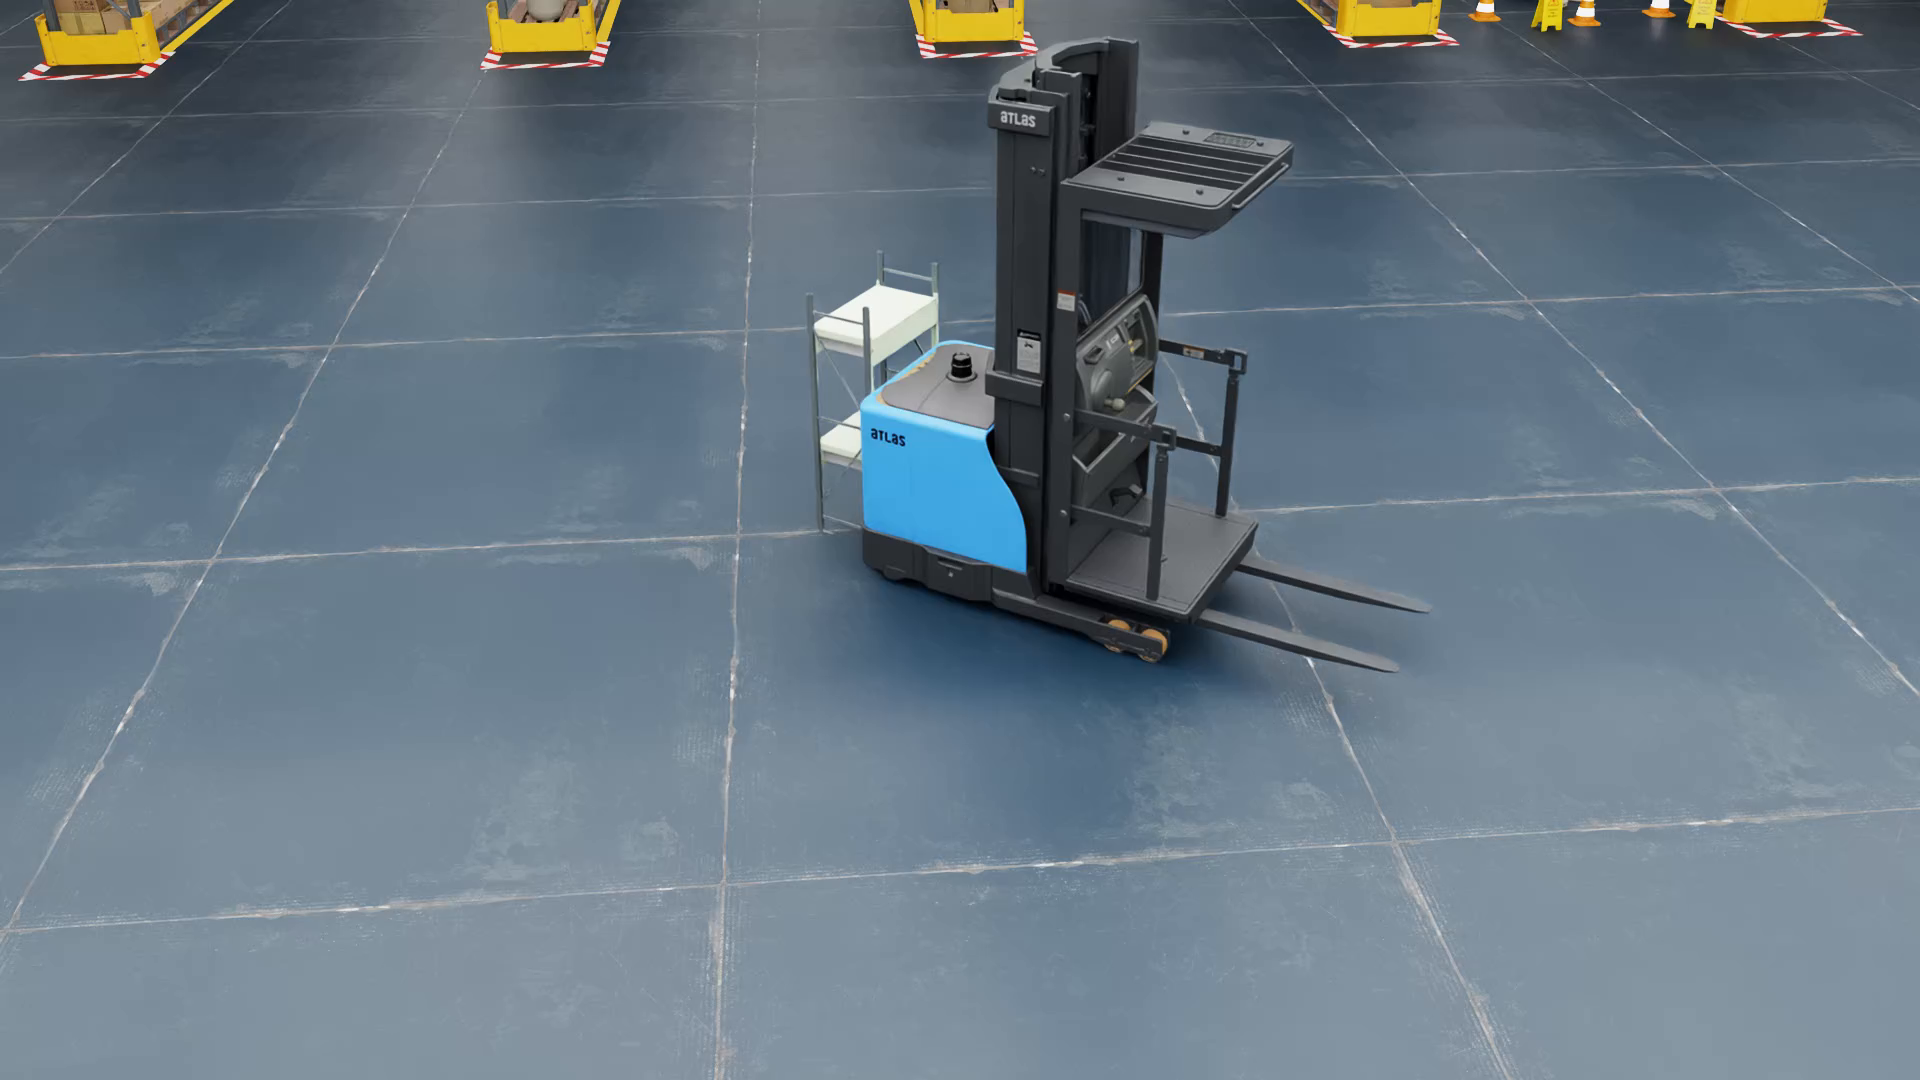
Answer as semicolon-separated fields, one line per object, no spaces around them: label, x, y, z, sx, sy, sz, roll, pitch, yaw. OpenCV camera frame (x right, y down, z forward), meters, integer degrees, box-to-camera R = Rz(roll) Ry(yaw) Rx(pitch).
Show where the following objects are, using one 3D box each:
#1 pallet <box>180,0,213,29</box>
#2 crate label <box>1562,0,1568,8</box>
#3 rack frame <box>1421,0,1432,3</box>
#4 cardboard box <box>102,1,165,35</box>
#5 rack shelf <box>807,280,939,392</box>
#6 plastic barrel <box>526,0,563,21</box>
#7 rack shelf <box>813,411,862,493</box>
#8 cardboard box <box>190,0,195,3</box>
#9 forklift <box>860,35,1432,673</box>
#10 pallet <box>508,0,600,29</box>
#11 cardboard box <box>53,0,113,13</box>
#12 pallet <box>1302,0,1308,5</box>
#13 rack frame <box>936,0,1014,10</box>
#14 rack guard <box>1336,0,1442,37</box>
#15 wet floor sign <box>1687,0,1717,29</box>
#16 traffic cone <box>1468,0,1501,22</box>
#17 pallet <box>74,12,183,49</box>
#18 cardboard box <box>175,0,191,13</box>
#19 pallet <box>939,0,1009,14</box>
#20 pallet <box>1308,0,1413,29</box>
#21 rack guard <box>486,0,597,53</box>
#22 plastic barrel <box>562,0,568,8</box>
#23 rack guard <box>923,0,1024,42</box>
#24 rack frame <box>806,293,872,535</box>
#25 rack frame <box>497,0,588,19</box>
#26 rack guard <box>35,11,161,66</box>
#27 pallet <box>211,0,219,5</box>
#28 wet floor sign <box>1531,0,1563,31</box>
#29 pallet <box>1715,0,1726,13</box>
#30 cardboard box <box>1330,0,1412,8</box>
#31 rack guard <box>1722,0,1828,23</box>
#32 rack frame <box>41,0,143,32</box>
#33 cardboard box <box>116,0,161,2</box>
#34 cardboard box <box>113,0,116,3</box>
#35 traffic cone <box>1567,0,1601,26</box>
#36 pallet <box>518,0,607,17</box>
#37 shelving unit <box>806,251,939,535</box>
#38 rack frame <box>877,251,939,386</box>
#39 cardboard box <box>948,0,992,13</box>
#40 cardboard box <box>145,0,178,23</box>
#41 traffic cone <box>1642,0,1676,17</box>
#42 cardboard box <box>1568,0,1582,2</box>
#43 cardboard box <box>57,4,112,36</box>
pallet;-9.922;-6.549;20.508;1.003;0.211;1.213;-3;31;-5
crate label;7.499;-6.784;20.974;0.250;0.136;0.298;-20;36;-30
rack frame;5.113;-7.395;19.205;1.000;3.000;0.127;-3;31;-5
cardboard box;-9.527;-6.021;19.176;0.500;0.250;0.500;-3;31;-5
rack shelf;-0.483;-1.150;9.451;0.431;0.370;0.720;16;35;25
plastic barrel;-4.904;-6.416;19.583;0.421;0.512;0.421;0;31;0
rack shelf;-0.482;-0.535;9.818;0.431;0.370;0.720;16;35;25
cardboard box;-9.665;-6.786;20.459;0.500;0.250;0.500;-3;31;-5
forklift;0.989;-0.934;8.456;3.031;2.935;1.130;16;34;24
pallet;-4.891;-6.226;19.968;1.003;0.211;1.213;-3;31;-5
cardboard box;-10.045;-6.318;18.942;0.500;0.500;0.500;-3;31;-5
pallet;4.849;-7.224;21.638;1.003;0.211;1.213;-3;31;-5
rack frame;0.165;-7.209;18.894;1.000;3.000;0.127;-3;31;-5
rack guard;5.115;-6.310;19.826;1.175;0.500;0.348;-3;31;-5
wet floor sign;8.984;-6.525;20.044;0.267;0.644;0.232;8;32;13
traffic cone;6.477;-6.645;20.424;0.336;0.463;0.334;-3;31;-5
pallet;-9.812;-5.928;19.468;1.003;0.211;1.213;-3;31;-5
cardboard box;-9.624;-6.531;20.031;0.500;0.250;0.500;-3;31;-5
pallet;0.117;-6.467;20.371;1.003;0.211;1.213;-3;31;-5
pallet;4.960;-6.602;20.598;1.003;0.211;1.213;-3;31;-5
rack guard;-4.820;-5.935;19.199;1.175;0.500;0.348;-3;31;-5
plastic barrel;-4.951;-6.672;20.012;0.421;0.512;0.421;0;31;0
rack guard;0.158;-6.175;19.600;1.175;0.500;0.348;-3;31;-5
rack frame;-0.664;-0.652;9.378;0.400;1.500;0.023;16;35;25
rack frame;-4.766;-6.972;18.497;1.000;3.000;0.127;-3;31;-5
rack guard;-9.696;-5.651;18.723;1.175;0.500;0.348;-3;31;-5
pallet;-10.040;-7.173;21.554;1.003;0.211;1.213;-3;31;-5
wet floor sign;7.087;-6.464;19.943;0.267;0.644;0.232;-8;32;-13
pallet;9.984;-6.942;21.166;1.003;0.211;1.213;-3;31;-5
cardboard box;4.984;-7.006;20.217;0.875;0.875;0.875;-3;31;-4
rack guard;10.025;-6.649;20.395;1.175;0.500;0.348;-3;31;-5
rack frame;-9.698;-6.736;18.103;1.000;3.000;0.127;-3;31;-5
cardboard box;-9.576;-6.598;19.411;0.500;0.500;0.500;-3;31;-5
cardboard box;-10.101;-6.250;19.561;0.500;0.250;0.500;-3;31;-5
traffic cone;7.634;-6.526;20.224;0.336;0.463;0.334;-3;31;-5
pallet;-5.002;-6.848;21.008;1.003;0.211;1.213;-3;31;-5
shelving unit;-0.482;-0.815;9.651;0.431;1.500;0.755;16;35;25
rack frame;-0.301;-0.978;9.924;0.400;1.500;0.023;16;35;25
cardboard box;0.123;-6.636;19.962;0.500;0.500;0.500;3;31;5
cardboard box;-9.577;-6.276;19.603;0.500;0.250;0.500;-3;31;-5
traffic cone;8.707;-6.752;20.604;0.336;0.463;0.334;-3;31;-5
cardboard box;7.898;-7.032;21.378;0.380;0.149;0.250;13;33;21
cardboard box;-10.043;-5.996;19.135;0.500;0.250;0.500;-3;31;-5
